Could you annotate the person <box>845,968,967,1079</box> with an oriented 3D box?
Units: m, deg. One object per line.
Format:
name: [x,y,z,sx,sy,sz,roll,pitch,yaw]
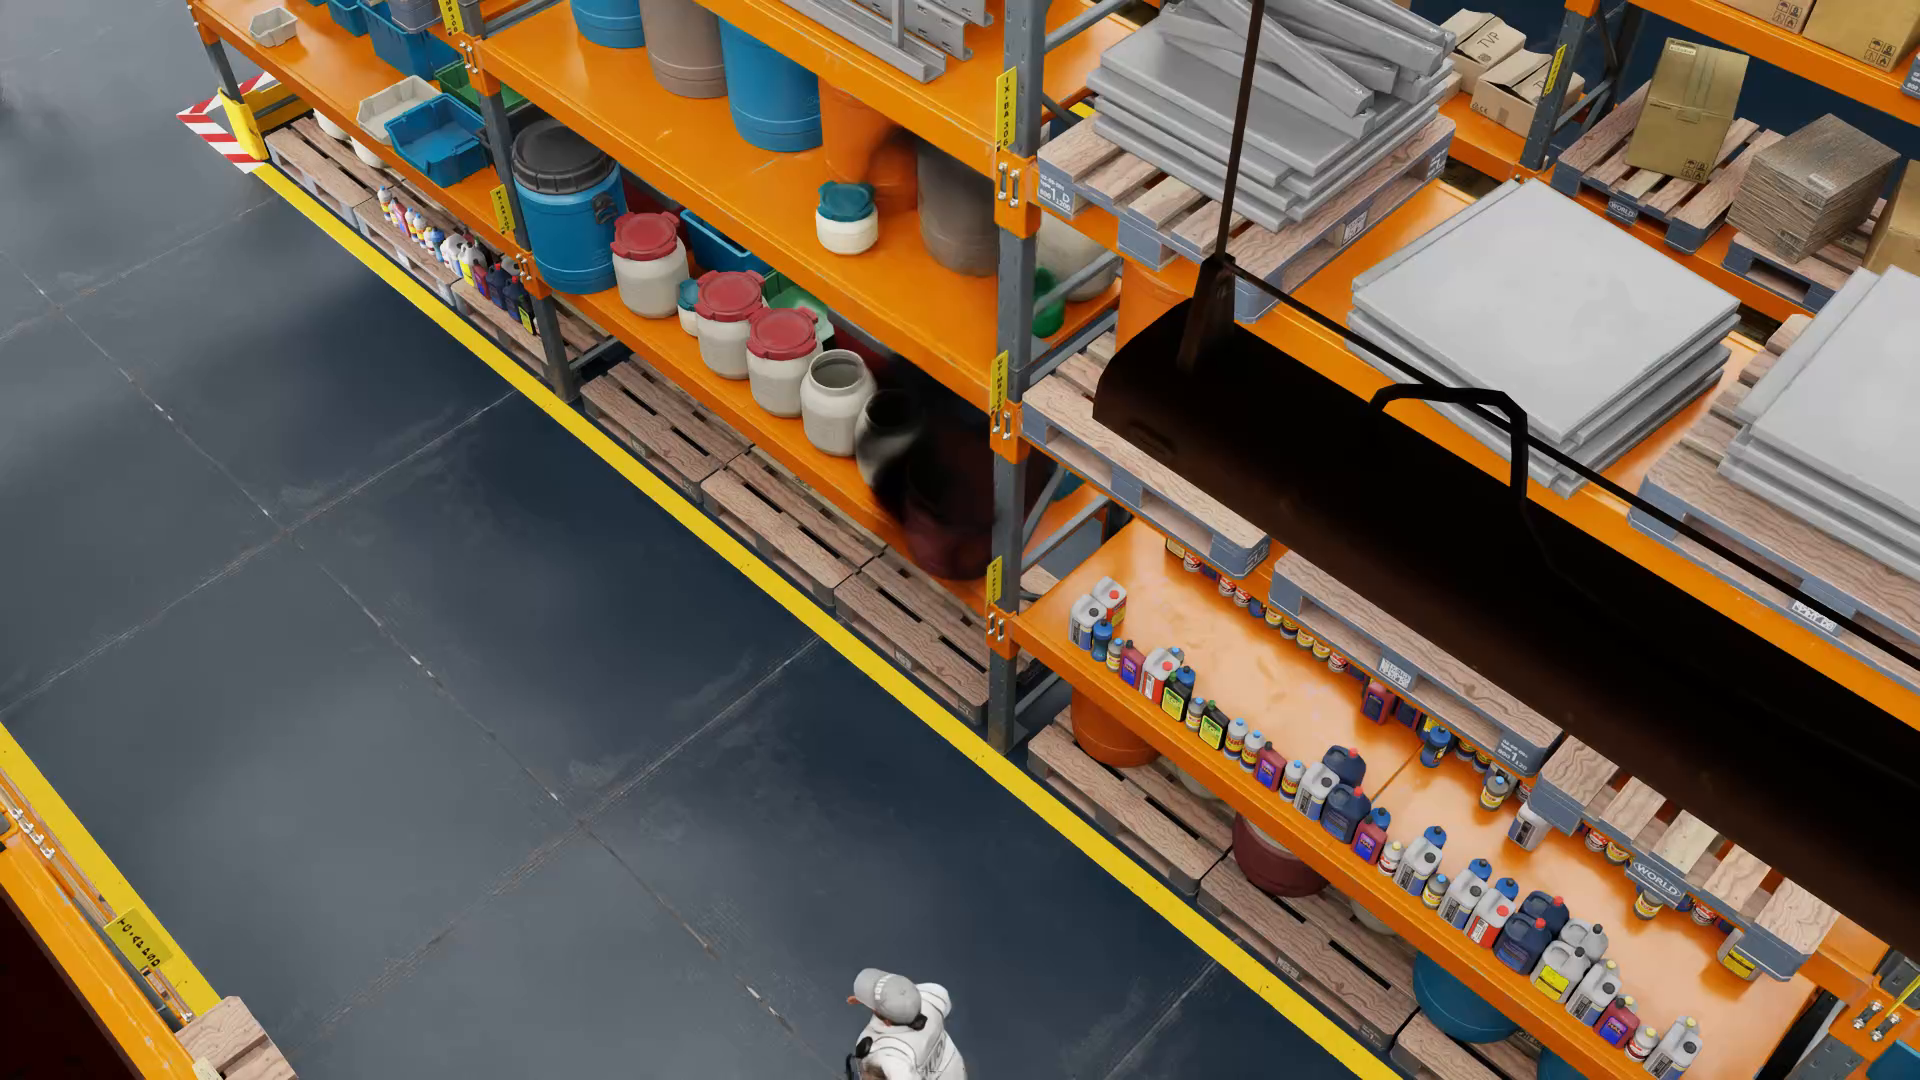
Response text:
person: [-0.199,2.311,7.045,0.755,1.779,0.550,31,56,23]
